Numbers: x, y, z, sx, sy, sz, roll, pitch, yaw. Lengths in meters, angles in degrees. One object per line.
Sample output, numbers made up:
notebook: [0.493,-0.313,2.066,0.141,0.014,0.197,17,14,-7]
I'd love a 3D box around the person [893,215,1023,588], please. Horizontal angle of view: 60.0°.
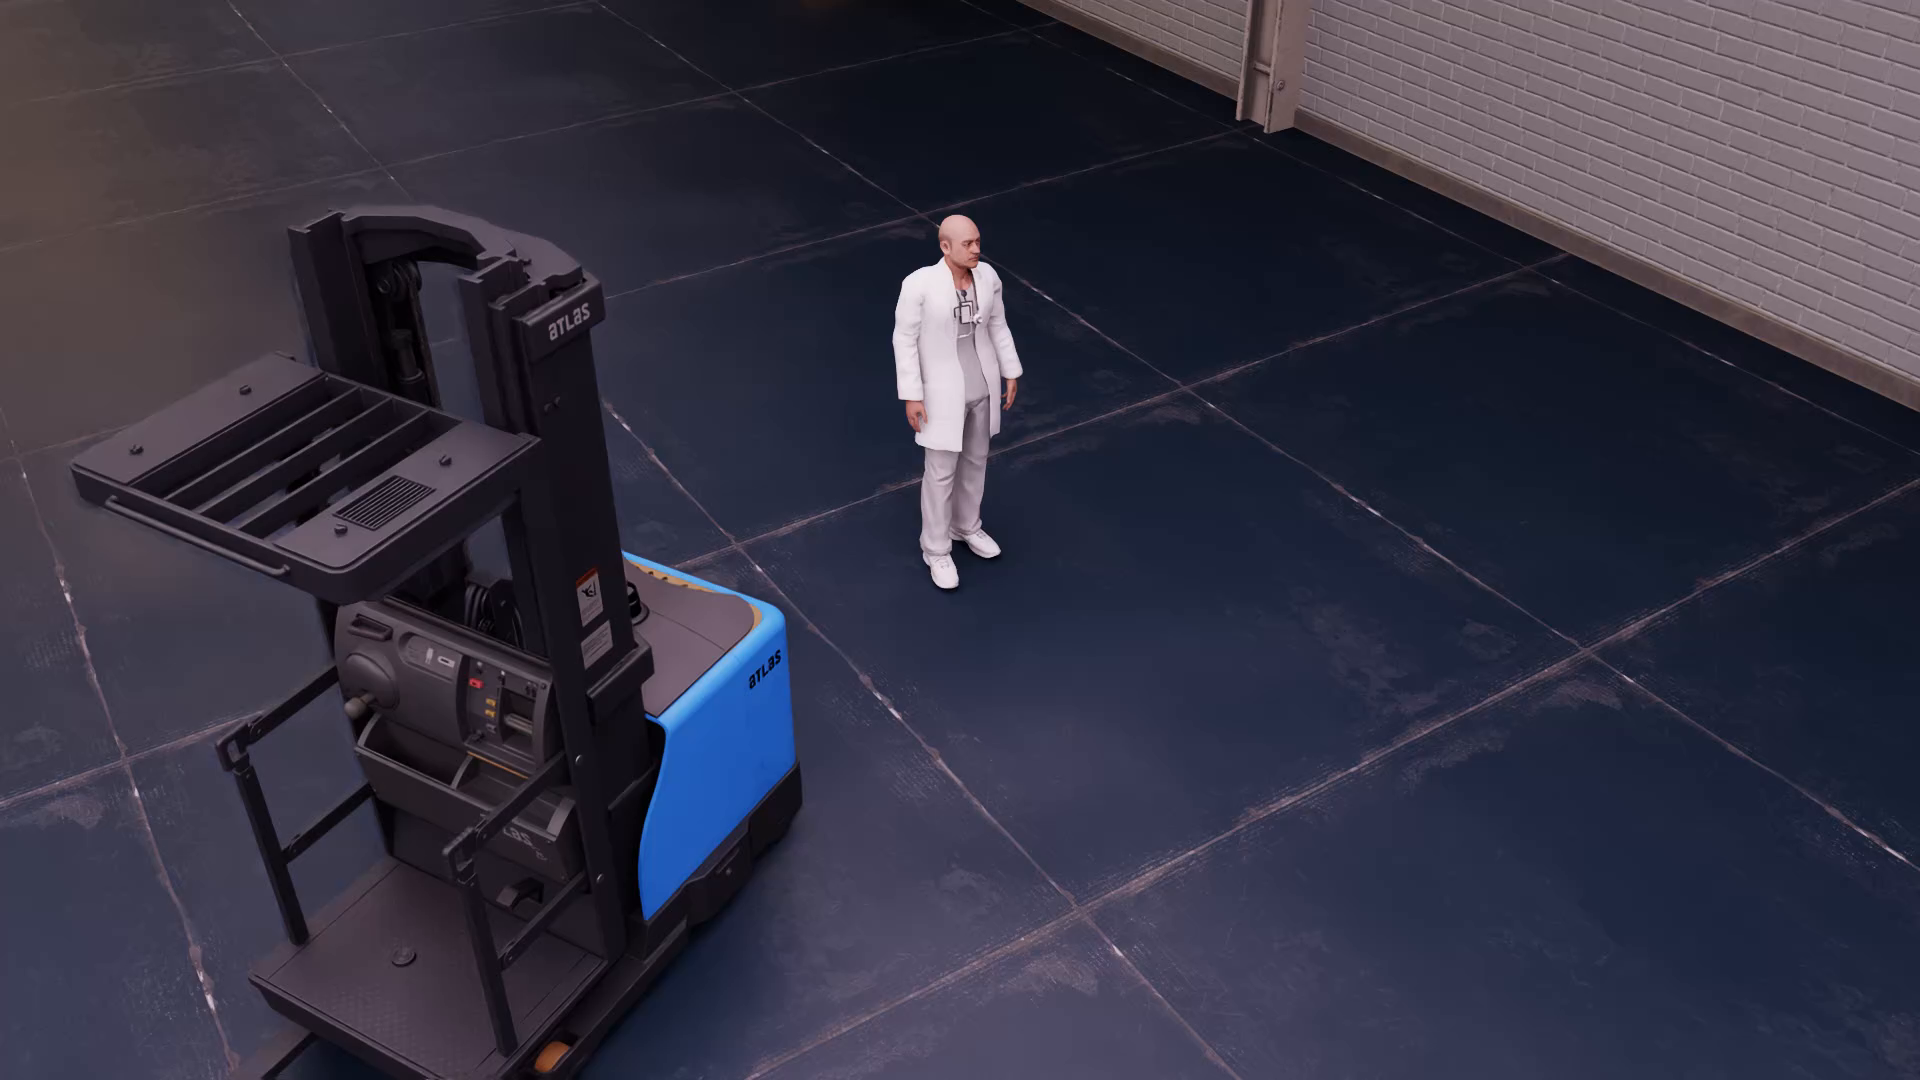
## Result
person: [0.047,-0.688,8.117,0.698,1.778,0.578,-21,40,-27]

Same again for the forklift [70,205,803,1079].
forklift: [-1.825,0.548,5.368,1.130,2.935,3.031,18,39,24]
